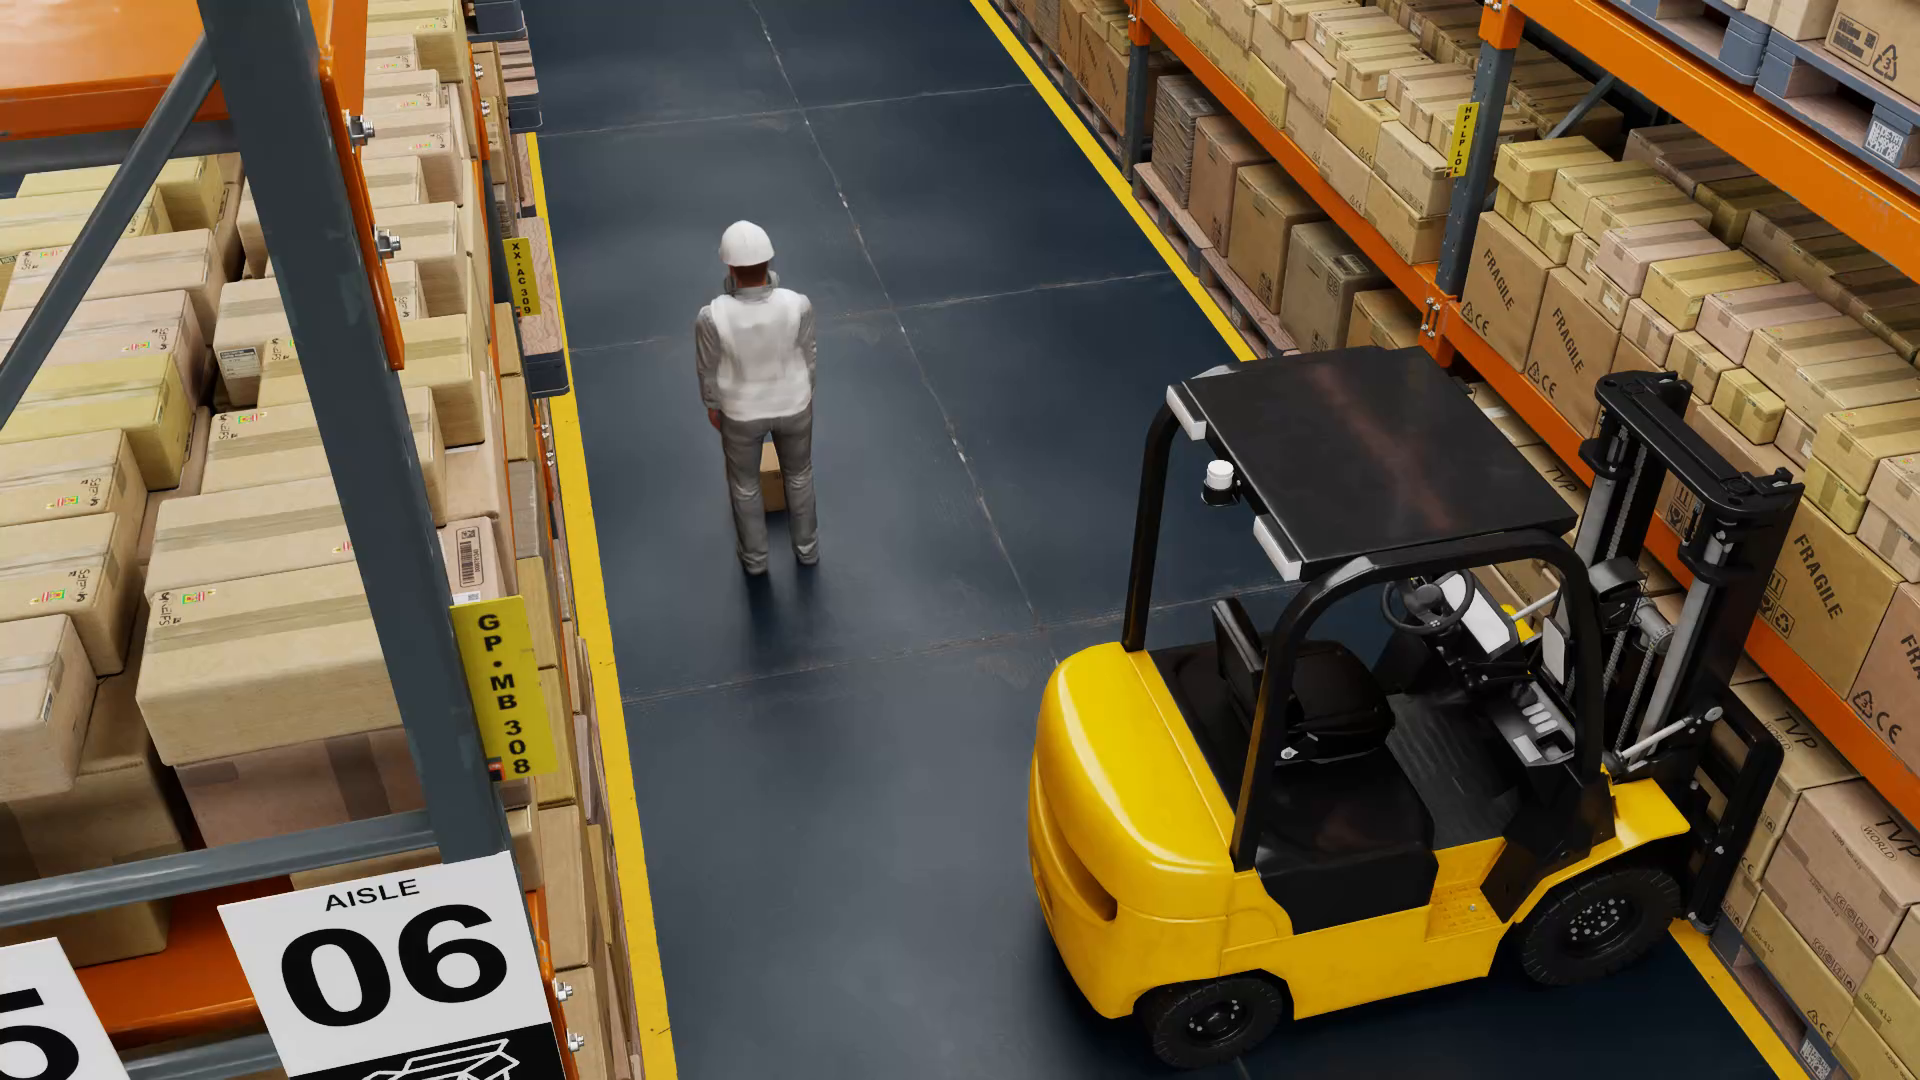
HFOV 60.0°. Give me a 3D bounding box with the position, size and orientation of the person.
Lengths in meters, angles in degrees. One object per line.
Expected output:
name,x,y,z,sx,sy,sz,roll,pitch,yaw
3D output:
person,-0.902,-0.616,7.498,0.534,1.768,0.357,-9,39,-11
